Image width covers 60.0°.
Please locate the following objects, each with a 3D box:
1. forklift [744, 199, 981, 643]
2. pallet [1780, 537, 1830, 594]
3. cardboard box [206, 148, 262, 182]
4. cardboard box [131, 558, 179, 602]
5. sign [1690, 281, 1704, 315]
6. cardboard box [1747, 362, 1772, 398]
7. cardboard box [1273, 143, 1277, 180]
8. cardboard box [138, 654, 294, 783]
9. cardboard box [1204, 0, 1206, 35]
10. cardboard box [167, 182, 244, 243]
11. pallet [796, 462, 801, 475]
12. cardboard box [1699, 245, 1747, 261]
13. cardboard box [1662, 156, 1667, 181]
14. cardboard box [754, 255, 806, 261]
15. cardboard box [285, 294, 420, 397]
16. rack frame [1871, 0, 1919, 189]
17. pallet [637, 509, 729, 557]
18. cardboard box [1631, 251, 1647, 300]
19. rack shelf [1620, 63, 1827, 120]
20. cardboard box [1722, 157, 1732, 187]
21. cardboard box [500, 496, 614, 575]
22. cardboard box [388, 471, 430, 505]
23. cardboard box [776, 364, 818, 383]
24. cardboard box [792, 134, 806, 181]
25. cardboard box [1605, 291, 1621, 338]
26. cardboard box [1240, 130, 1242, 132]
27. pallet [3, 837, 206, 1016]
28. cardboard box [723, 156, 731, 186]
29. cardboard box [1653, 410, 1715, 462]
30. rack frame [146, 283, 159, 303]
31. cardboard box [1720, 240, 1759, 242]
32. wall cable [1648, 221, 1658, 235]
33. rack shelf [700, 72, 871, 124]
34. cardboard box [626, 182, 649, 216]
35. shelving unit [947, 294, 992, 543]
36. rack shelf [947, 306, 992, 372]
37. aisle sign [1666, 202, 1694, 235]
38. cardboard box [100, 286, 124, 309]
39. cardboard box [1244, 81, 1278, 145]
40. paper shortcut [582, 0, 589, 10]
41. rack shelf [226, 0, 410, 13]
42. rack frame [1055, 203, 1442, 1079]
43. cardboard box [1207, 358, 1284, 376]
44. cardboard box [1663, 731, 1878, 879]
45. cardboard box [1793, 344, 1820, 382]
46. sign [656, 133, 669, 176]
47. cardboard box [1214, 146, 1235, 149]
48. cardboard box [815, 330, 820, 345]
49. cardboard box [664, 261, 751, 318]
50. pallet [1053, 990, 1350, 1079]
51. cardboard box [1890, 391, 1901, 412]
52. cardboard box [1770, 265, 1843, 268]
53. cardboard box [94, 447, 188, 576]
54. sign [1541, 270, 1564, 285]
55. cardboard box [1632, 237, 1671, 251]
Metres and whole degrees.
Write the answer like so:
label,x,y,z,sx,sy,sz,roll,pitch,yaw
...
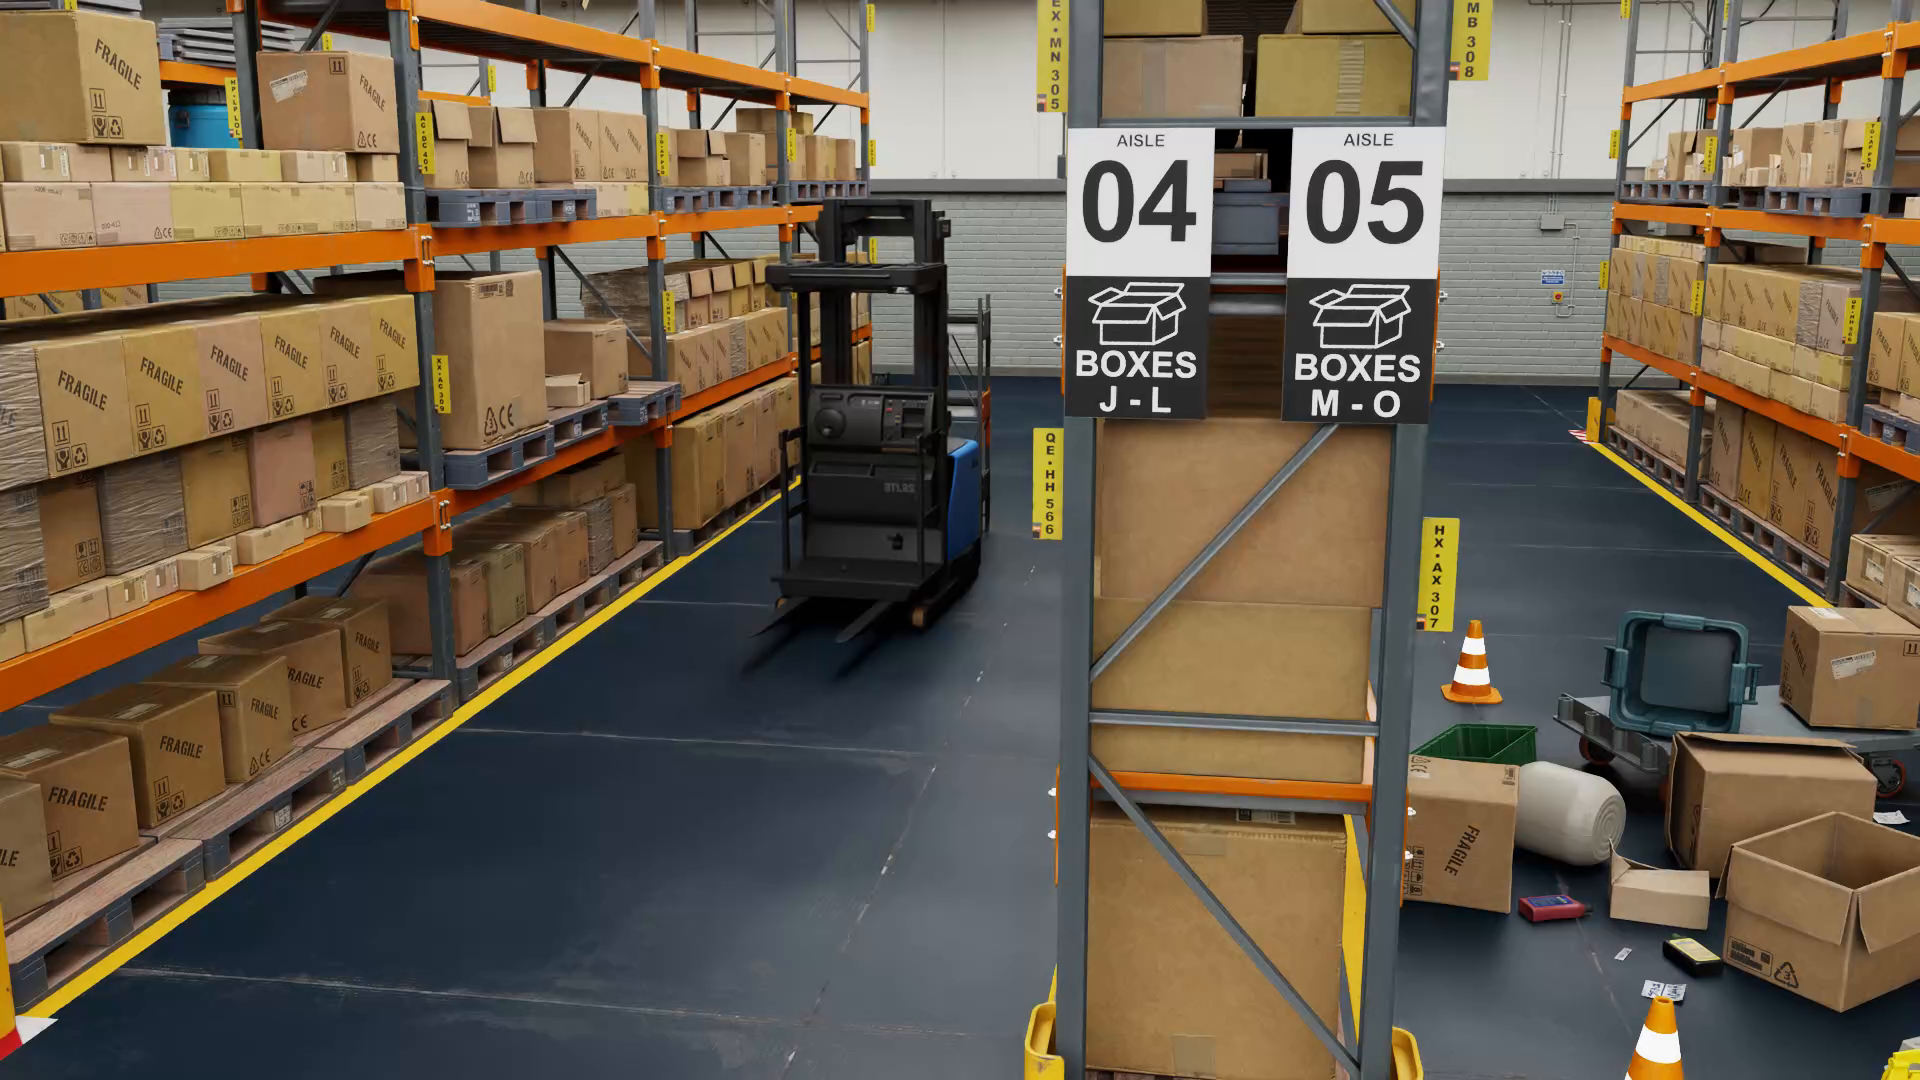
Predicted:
label,x,y,z,sx,sy,sz,roll,pitch,yaw
forklift,-0.688,-0.899,11.708,1.130,2.935,3.031,3,13,14
pallet,7.128,0.216,12.989,1.003,0.211,1.213,2,12,9
cardboard box,-3.437,-1.710,7.598,0.380,0.149,0.250,2,12,11
cardboard box,-3.625,0.170,7.182,0.380,0.149,0.250,2,12,9
sign,6.999,-2.298,15.792,0.100,0.325,0.005,2,12,9
cardboard box,6.961,-1.344,13.966,0.500,0.250,0.500,2,12,8
cardboard box,1.515,-1.592,7.003,0.380,0.149,0.250,2,12,10
cardboard box,-3.674,0.876,8.245,0.500,0.500,0.500,1,12,4
cardboard box,0.552,-1.580,5.054,0.380,0.149,0.250,2,12,9
cardboard box,-3.532,-1.445,7.315,0.500,0.250,0.500,2,12,10
pallet,-2.050,-0.932,18.316,1.003,0.211,1.213,2,12,9
cardboard box,7.429,-2.799,16.209,0.380,0.149,0.250,2,12,10
cardboard box,7.883,-4.018,17.873,0.500,0.311,0.500,2,12,10
cardboard box,-2.120,-3.107,19.661,0.500,0.500,0.500,2,12,7
cardboard box,-3.272,-1.054,8.948,0.500,0.500,0.500,2,12,9
rack frame,6.933,-3.918,11.313,1.000,3.000,0.127,2,12,9
pallet,-2.664,-0.105,14.479,1.003,0.211,1.213,2,12,9
cardboard box,7.664,-2.882,18.138,0.500,0.500,0.500,2,12,8
rack shelf,7.855,-4.620,17.227,1.077,0.370,4.000,2,12,9
cardboard box,7.125,-3.331,15.032,0.396,0.266,0.258,2,12,8
cardboard box,-3.015,-0.044,12.465,0.700,0.500,0.500,1,12,4
cardboard box,-3.217,-0.297,9.346,0.380,0.149,0.250,2,12,9
cardboard box,-2.064,-1.441,18.104,0.875,0.875,0.875,2,12,9
cardboard box,-2.096,-4.185,18.202,0.700,0.500,0.500,3,12,12
cardboard box,7.805,-2.609,19.242,0.500,0.500,0.500,2,12,8
cardboard box,1.463,-2.341,10.093,0.500,0.311,0.500,1,12,7
pallet,-3.918,1.538,6.855,1.003,0.211,1.213,2,12,9
cardboard box,-2.502,-3.542,15.902,0.500,0.311,0.500,1,12,7
cardboard box,7.887,-1.084,17.490,0.875,0.438,0.875,2,12,7
rack frame,-11.417,-3.294,22.656,1.000,3.000,0.127,2,12,9
cardboard box,8.106,-3.047,17.359,0.380,0.149,0.250,2,12,9
wall cable,10.410,-4.278,24.814,0.588,1.984,0.122,2,12,9
rack shelf,-1.937,-4.941,18.717,1.077,0.370,4.000,2,12,9
cardboard box,-2.690,-2.593,12.639,0.500,0.250,0.500,2,12,9
shelving unit,0.025,-1.061,14.432,0.431,2.100,0.503,2,12,9
rack shelf,0.025,-1.732,14.287,0.431,0.518,0.480,2,12,9
aisle sign,8.480,-3.926,19.422,0.394,0.787,0.004,2,12,9
cardboard box,-11.293,-3.132,21.670,0.500,0.500,0.500,2,12,9
cardboard box,1.432,-1.765,6.857,0.500,0.250,0.500,2,12,8
paper shortcut,-3.175,-4.599,14.143,0.009,0.170,0.078,12,-17,6
rack shelf,-3.782,-2.637,7.084,1.077,0.370,4.000,2,12,9
rack frame,0.796,0.541,4.865,1.000,3.000,0.127,2,12,9
cardboard box,1.105,-0.366,6.153,0.875,0.550,0.550,2,12,9
cardboard box,3.606,1.191,7.449,0.797,0.637,0.503,2,12,9
cardboard box,6.831,-1.372,12.911,0.500,0.250,0.500,2,12,7
sign,-2.324,-3.007,12.981,0.100,0.325,0.005,2,12,9
cardboard box,1.059,-1.992,7.912,0.500,0.250,0.500,2,12,9
cardboard box,-1.751,-2.231,18.324,0.380,0.149,0.250,2,12,7
cardboard box,-2.451,-2.403,15.904,0.797,0.503,0.637,2,12,9
pallet,0.841,1.735,5.943,1.003,0.211,1.213,2,12,9
cardboard box,6.622,-0.948,11.374,0.380,0.149,0.250,1,12,5
cardboard box,7.727,-2.255,15.224,0.500,0.500,0.500,2,12,10
cardboard box,-3.900,-0.160,7.171,0.875,0.500,0.500,2,12,9
sign,8.969,-3.972,25.161,0.327,0.218,0.001,2,12,9
cardboard box,7.689,-3.278,18.433,0.380,0.149,0.250,1,12,7
